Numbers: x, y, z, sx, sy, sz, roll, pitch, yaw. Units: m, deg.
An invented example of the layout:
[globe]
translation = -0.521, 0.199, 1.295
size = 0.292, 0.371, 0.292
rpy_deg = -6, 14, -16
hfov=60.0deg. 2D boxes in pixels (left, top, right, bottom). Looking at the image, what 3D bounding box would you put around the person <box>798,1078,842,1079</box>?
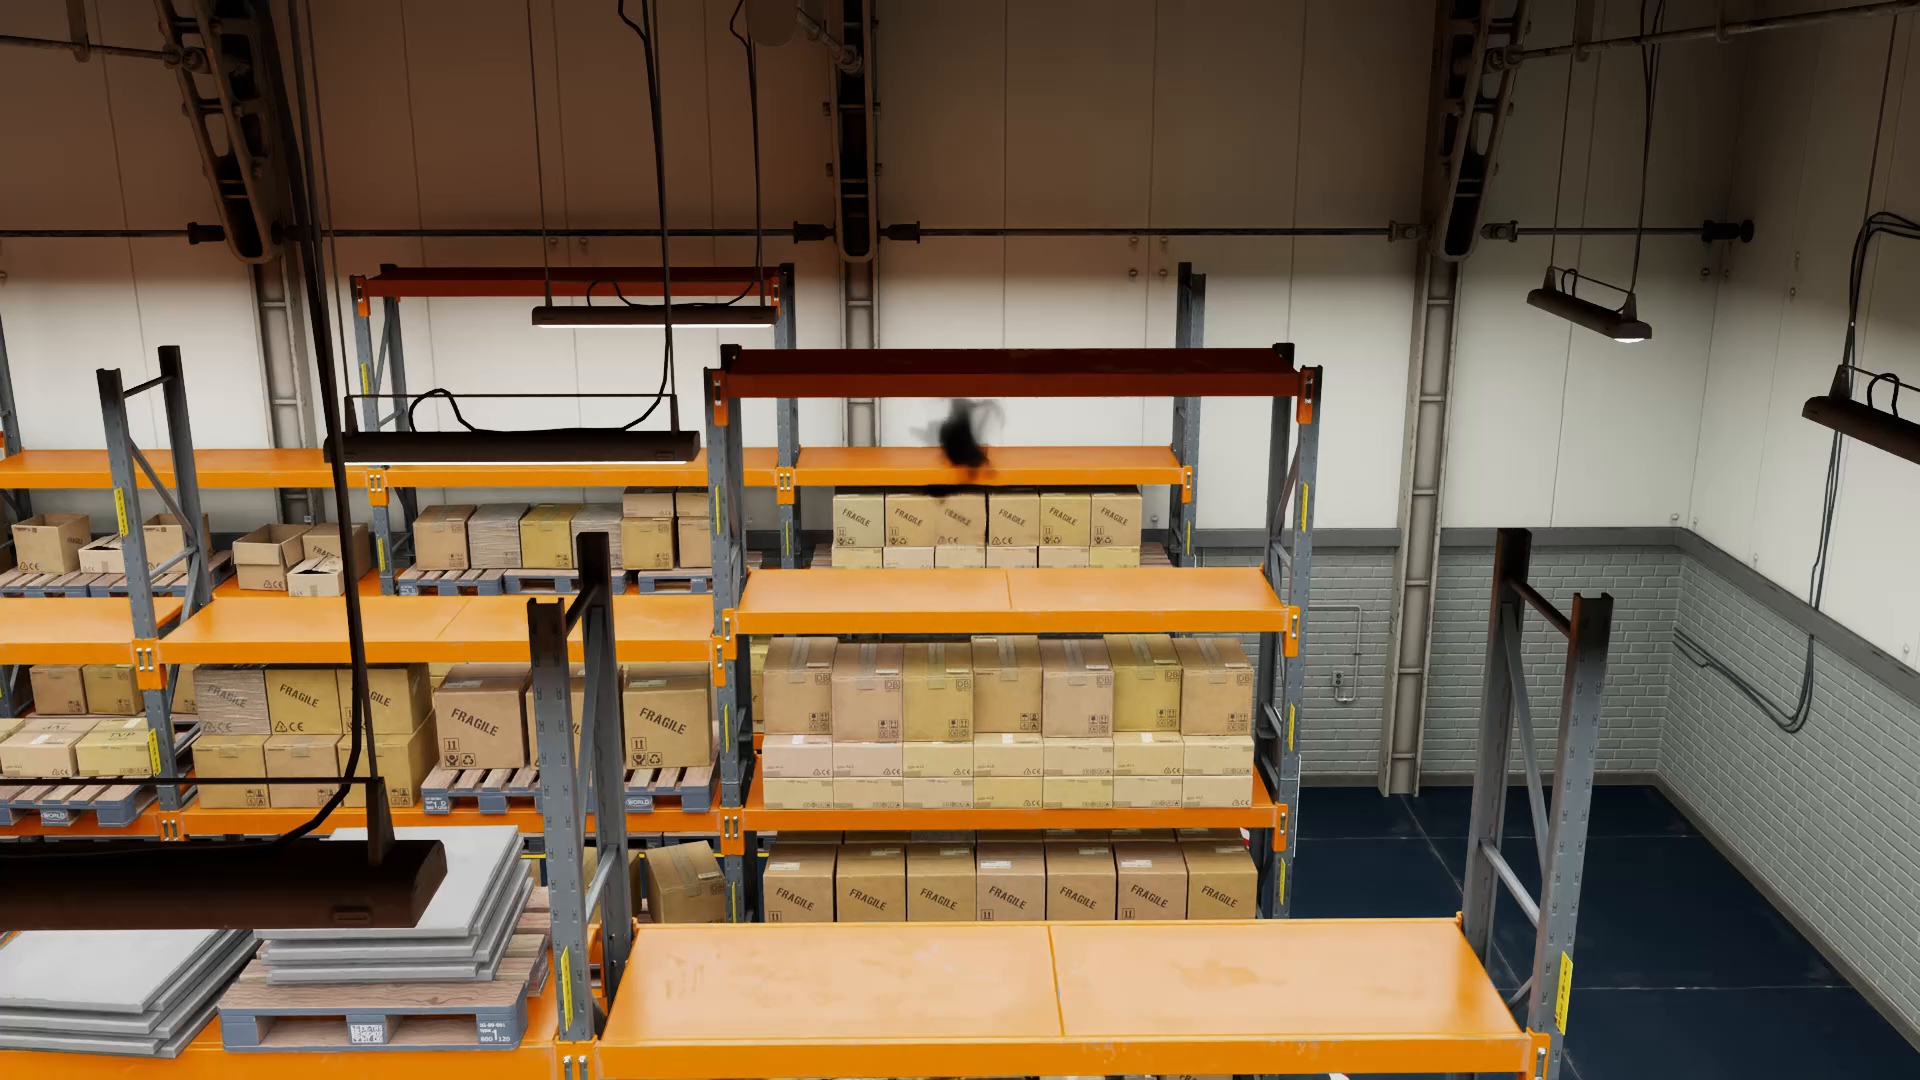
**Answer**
[person]
translation = -0.903, 4.181, 11.015
size = 0.863, 1.802, 0.680
rpy_deg = -2, 16, -7
